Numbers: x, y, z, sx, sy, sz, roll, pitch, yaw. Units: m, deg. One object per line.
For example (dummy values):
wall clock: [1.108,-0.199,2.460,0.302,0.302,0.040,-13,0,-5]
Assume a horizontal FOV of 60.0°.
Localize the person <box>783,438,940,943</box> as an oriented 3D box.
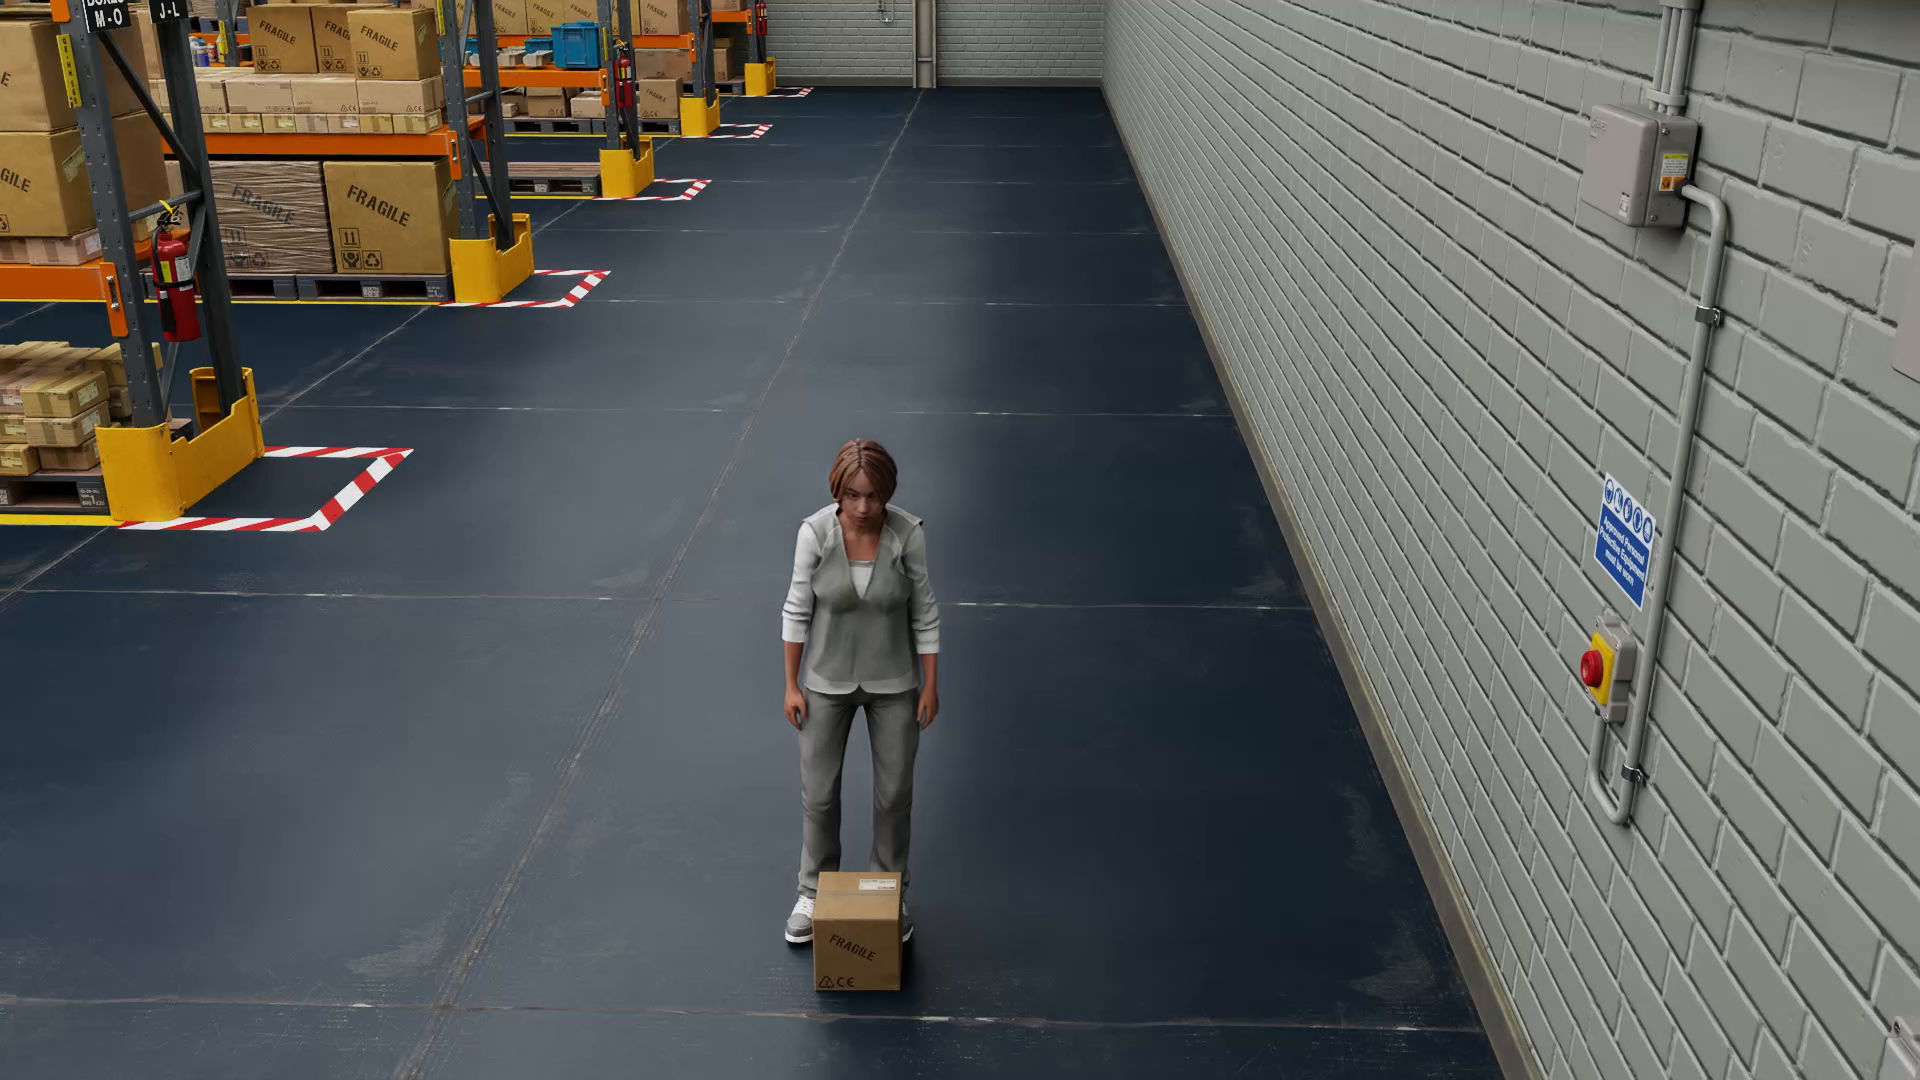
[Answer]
person: [-0.298,0.448,4.938,0.484,1.592,0.347,-1,21,-2]
